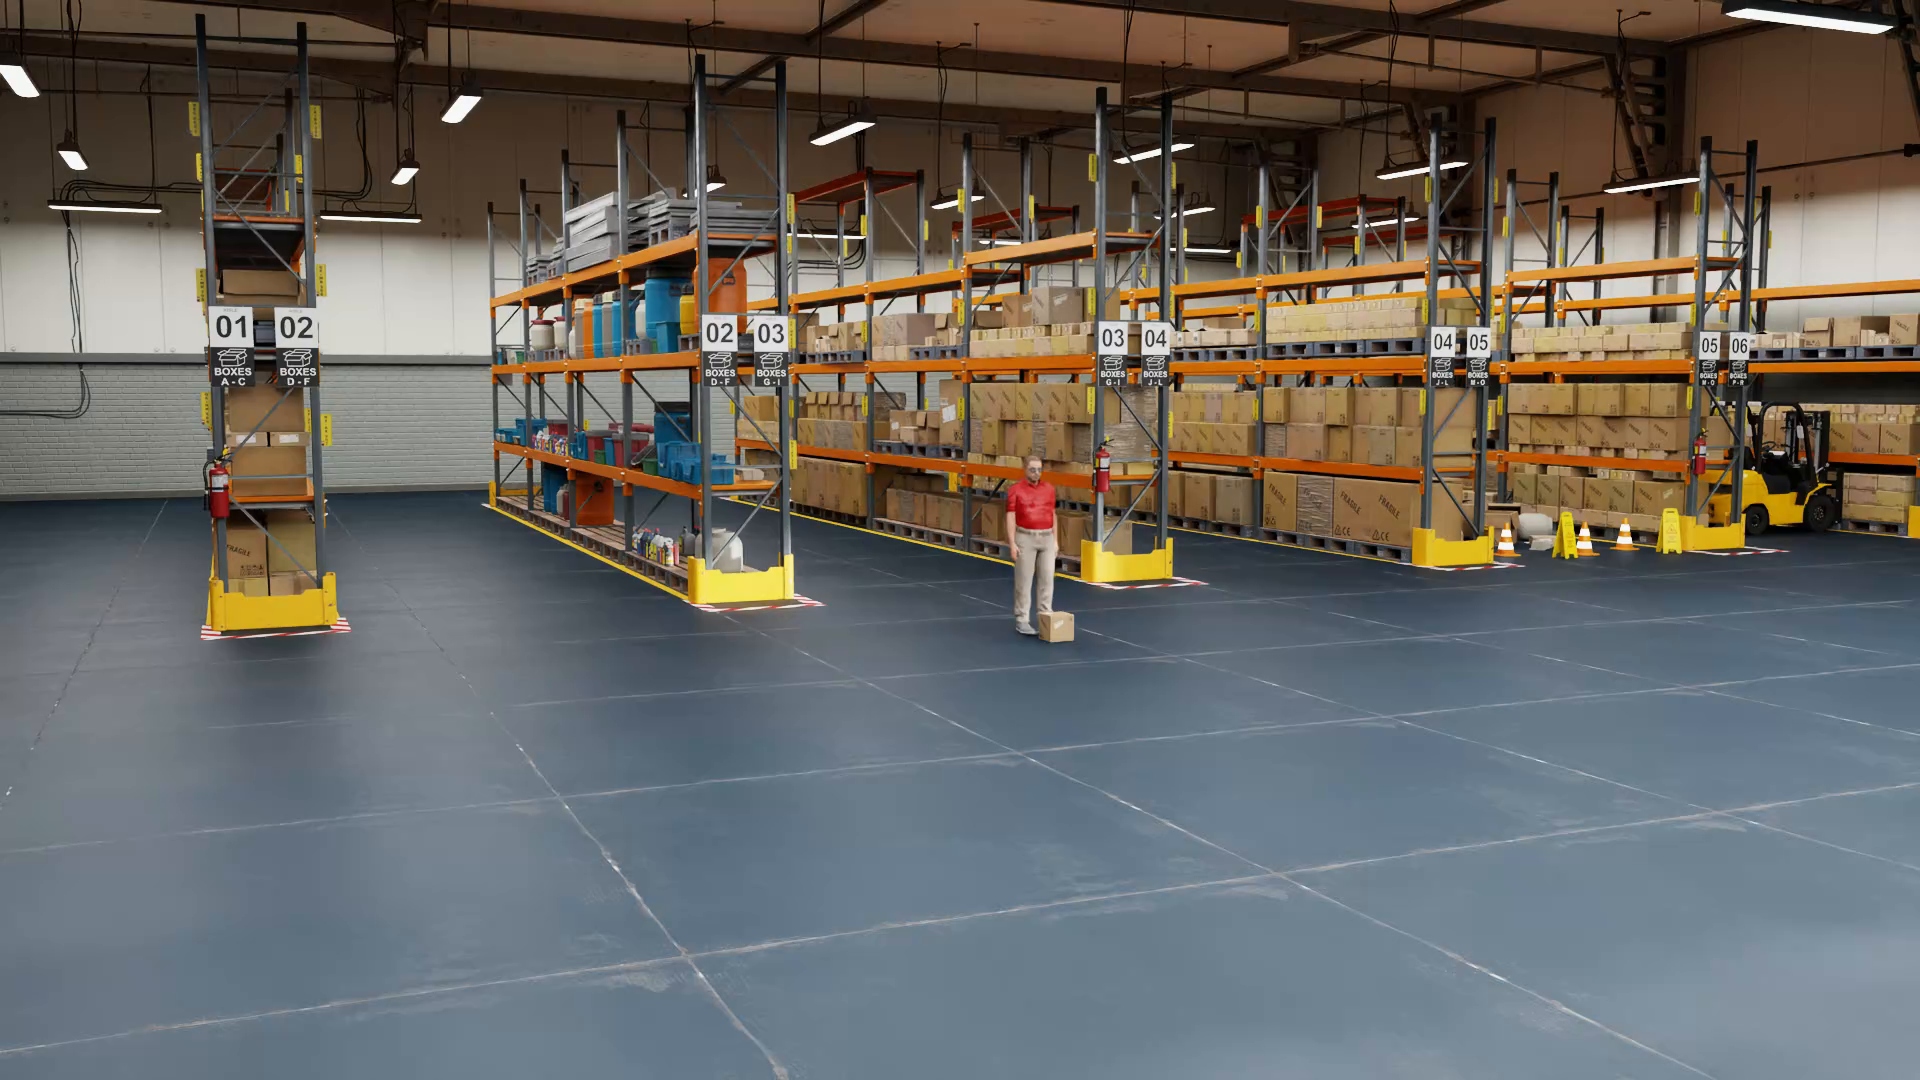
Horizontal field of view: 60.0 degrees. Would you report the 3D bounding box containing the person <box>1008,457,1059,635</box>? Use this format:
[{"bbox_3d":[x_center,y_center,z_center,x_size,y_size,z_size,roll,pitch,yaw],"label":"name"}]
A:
[{"bbox_3d":[0.741,0.055,16.282,0.527,1.726,0.360,-2,6,-22],"label":"person"}]
